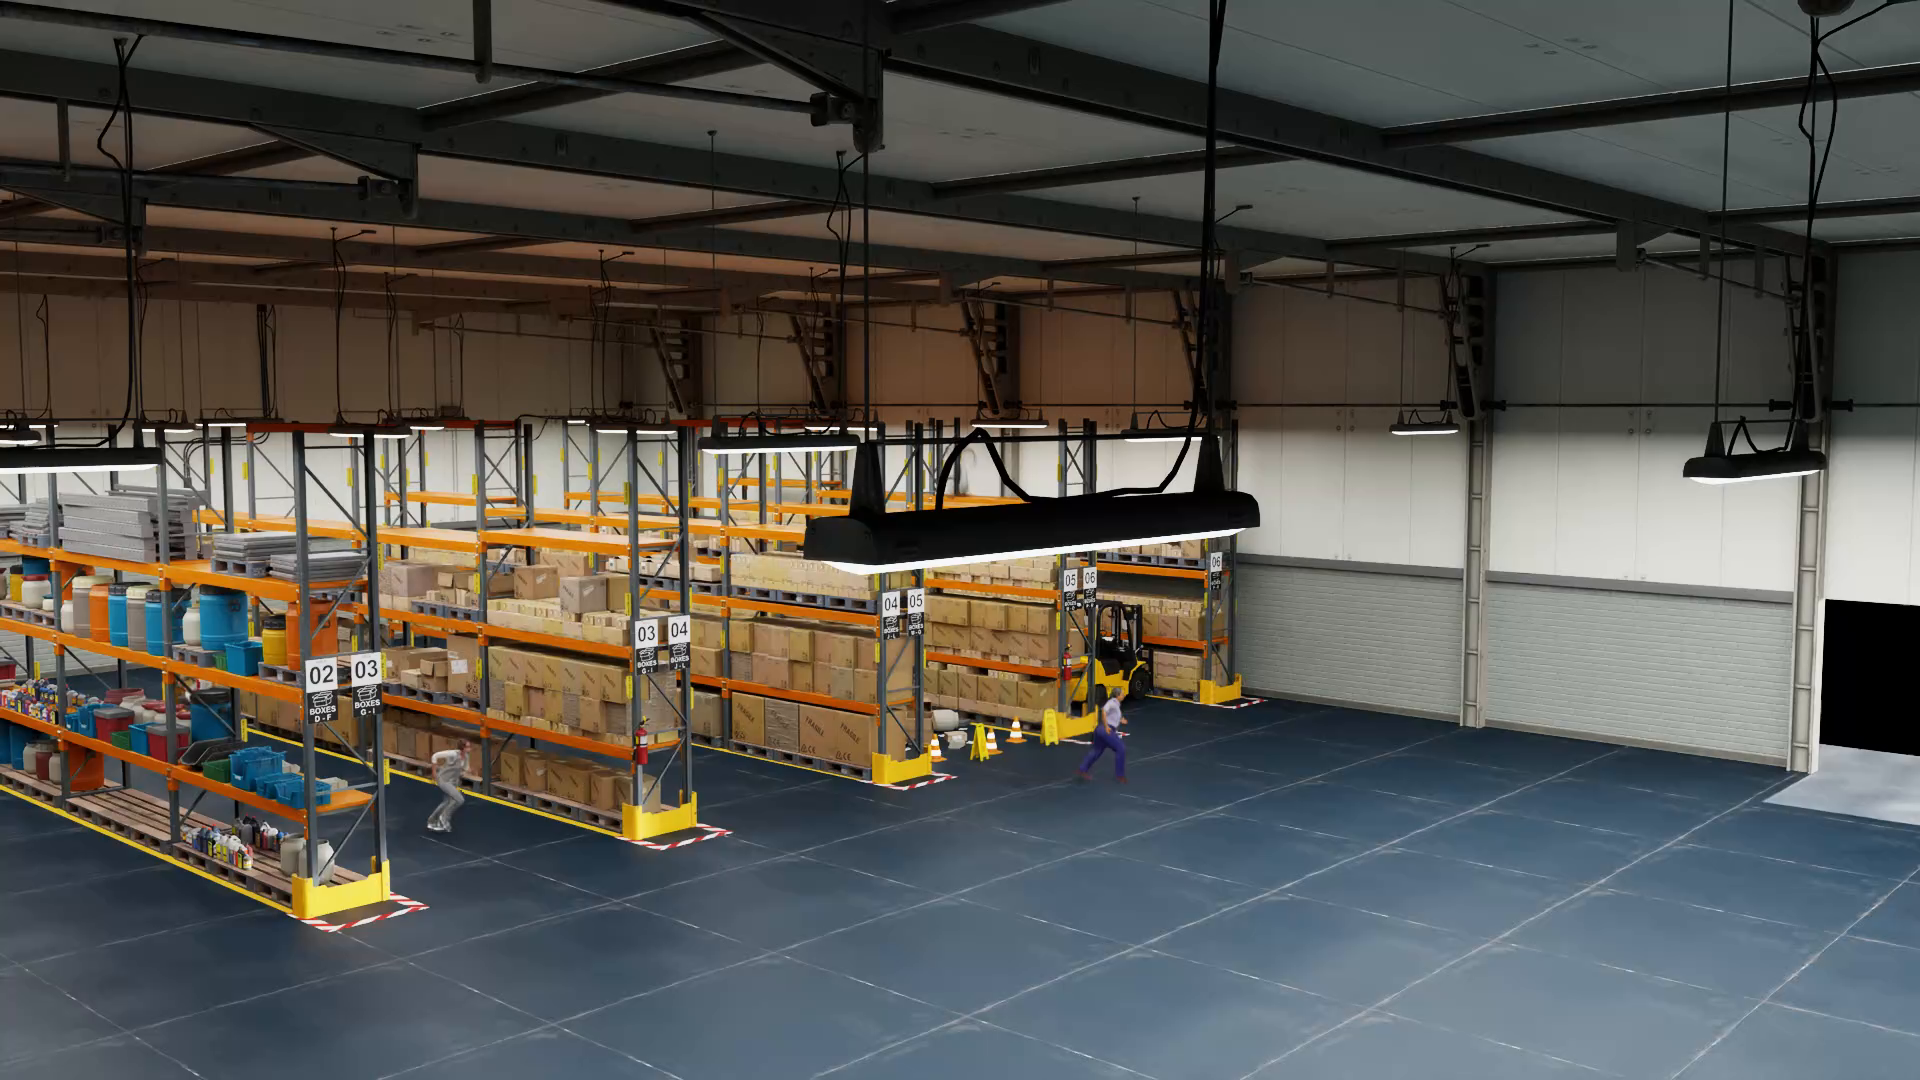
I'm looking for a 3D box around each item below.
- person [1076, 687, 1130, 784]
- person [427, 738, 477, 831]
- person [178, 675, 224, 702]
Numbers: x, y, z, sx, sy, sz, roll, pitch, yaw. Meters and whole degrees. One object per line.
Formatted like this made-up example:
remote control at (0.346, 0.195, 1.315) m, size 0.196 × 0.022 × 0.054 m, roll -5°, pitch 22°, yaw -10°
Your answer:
person at (2.405, 3.282, 27.784) m, size 0.872 × 1.638 × 0.600 m, roll 0°, pitch 5°, yaw -3°
person at (-7.500, 3.603, 24.442) m, size 0.863 × 1.436 × 0.568 m, roll 2°, pitch 5°, yaw 21°
person at (-13.895, 2.963, 30.531) m, size 0.768 × 1.794 × 0.656 m, roll 3°, pitch 6°, yaw 33°
